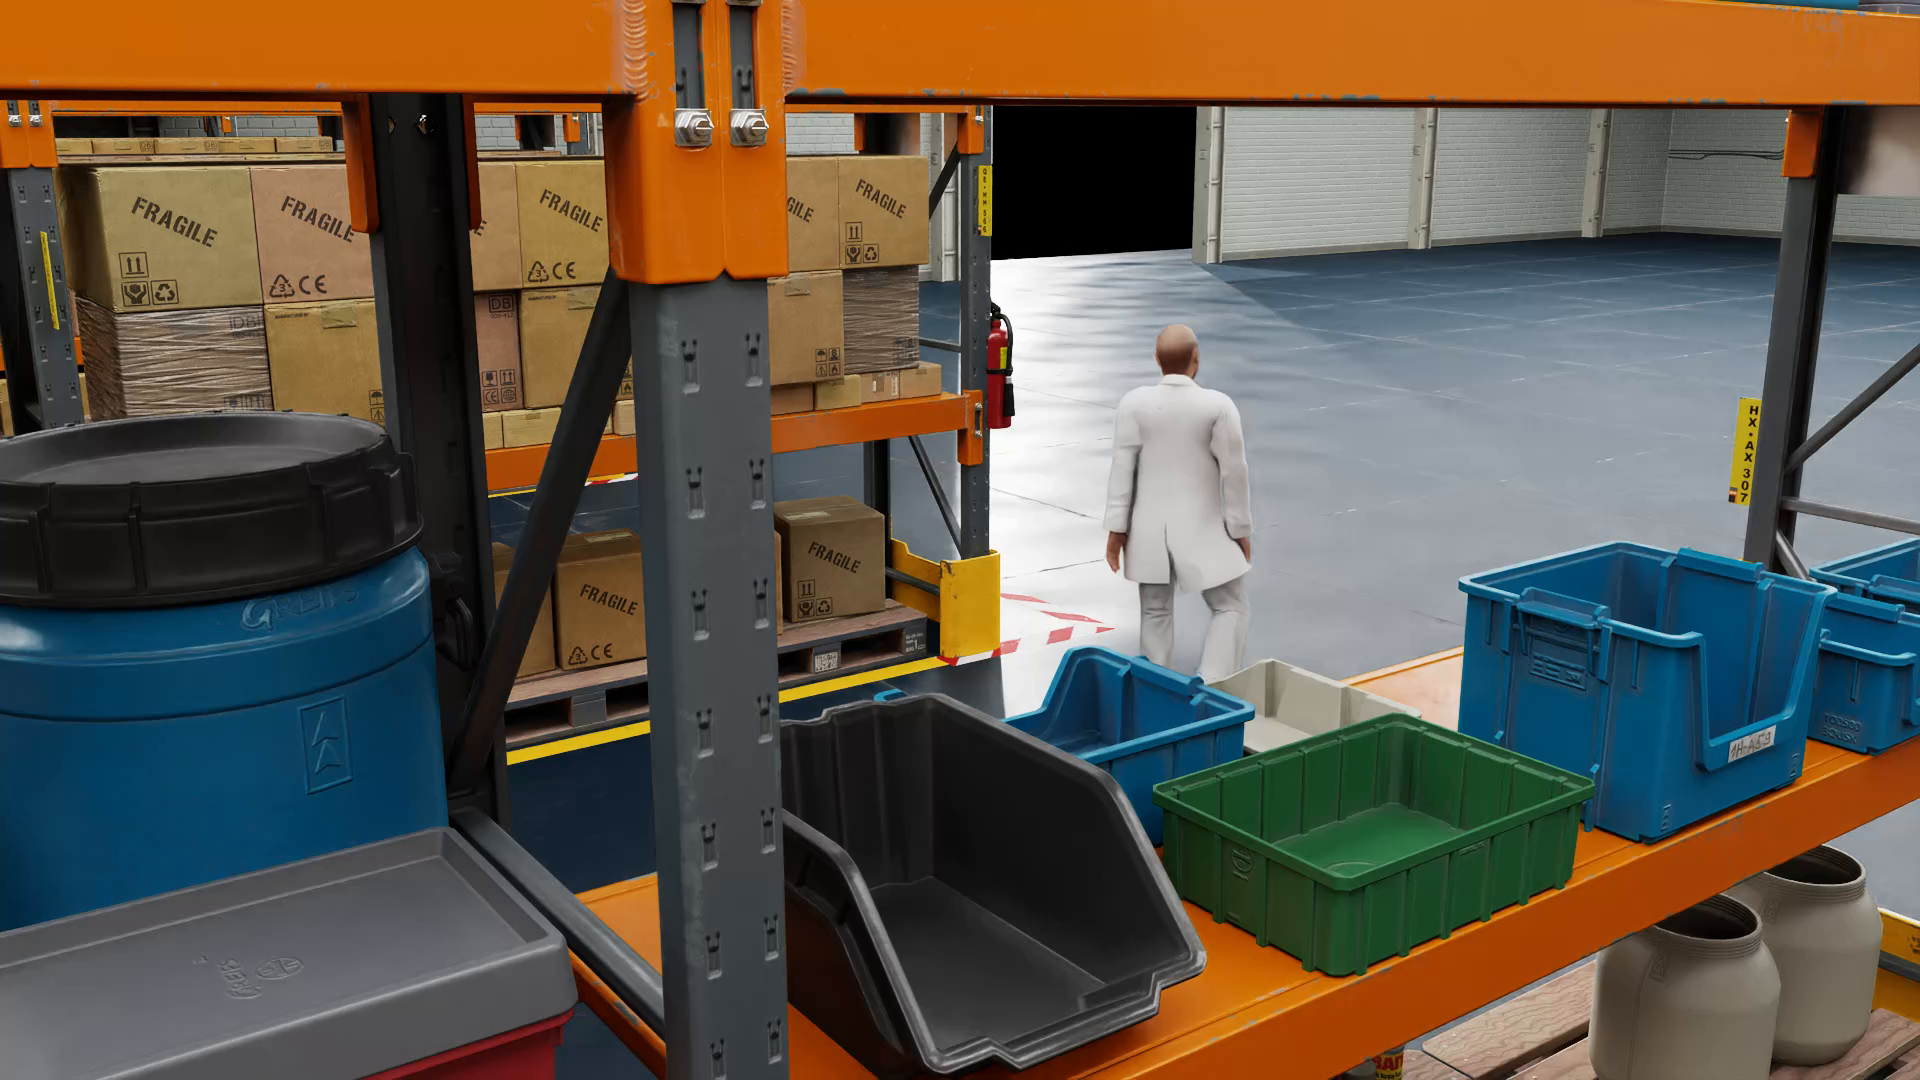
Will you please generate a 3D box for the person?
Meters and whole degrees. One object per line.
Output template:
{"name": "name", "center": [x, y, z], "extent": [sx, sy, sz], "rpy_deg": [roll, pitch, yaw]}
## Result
{"name": "person", "center": [0.976, -0.013, 7.039], "extent": [0.769, 1.767, 0.561], "rpy_deg": [5, 15, 20]}
